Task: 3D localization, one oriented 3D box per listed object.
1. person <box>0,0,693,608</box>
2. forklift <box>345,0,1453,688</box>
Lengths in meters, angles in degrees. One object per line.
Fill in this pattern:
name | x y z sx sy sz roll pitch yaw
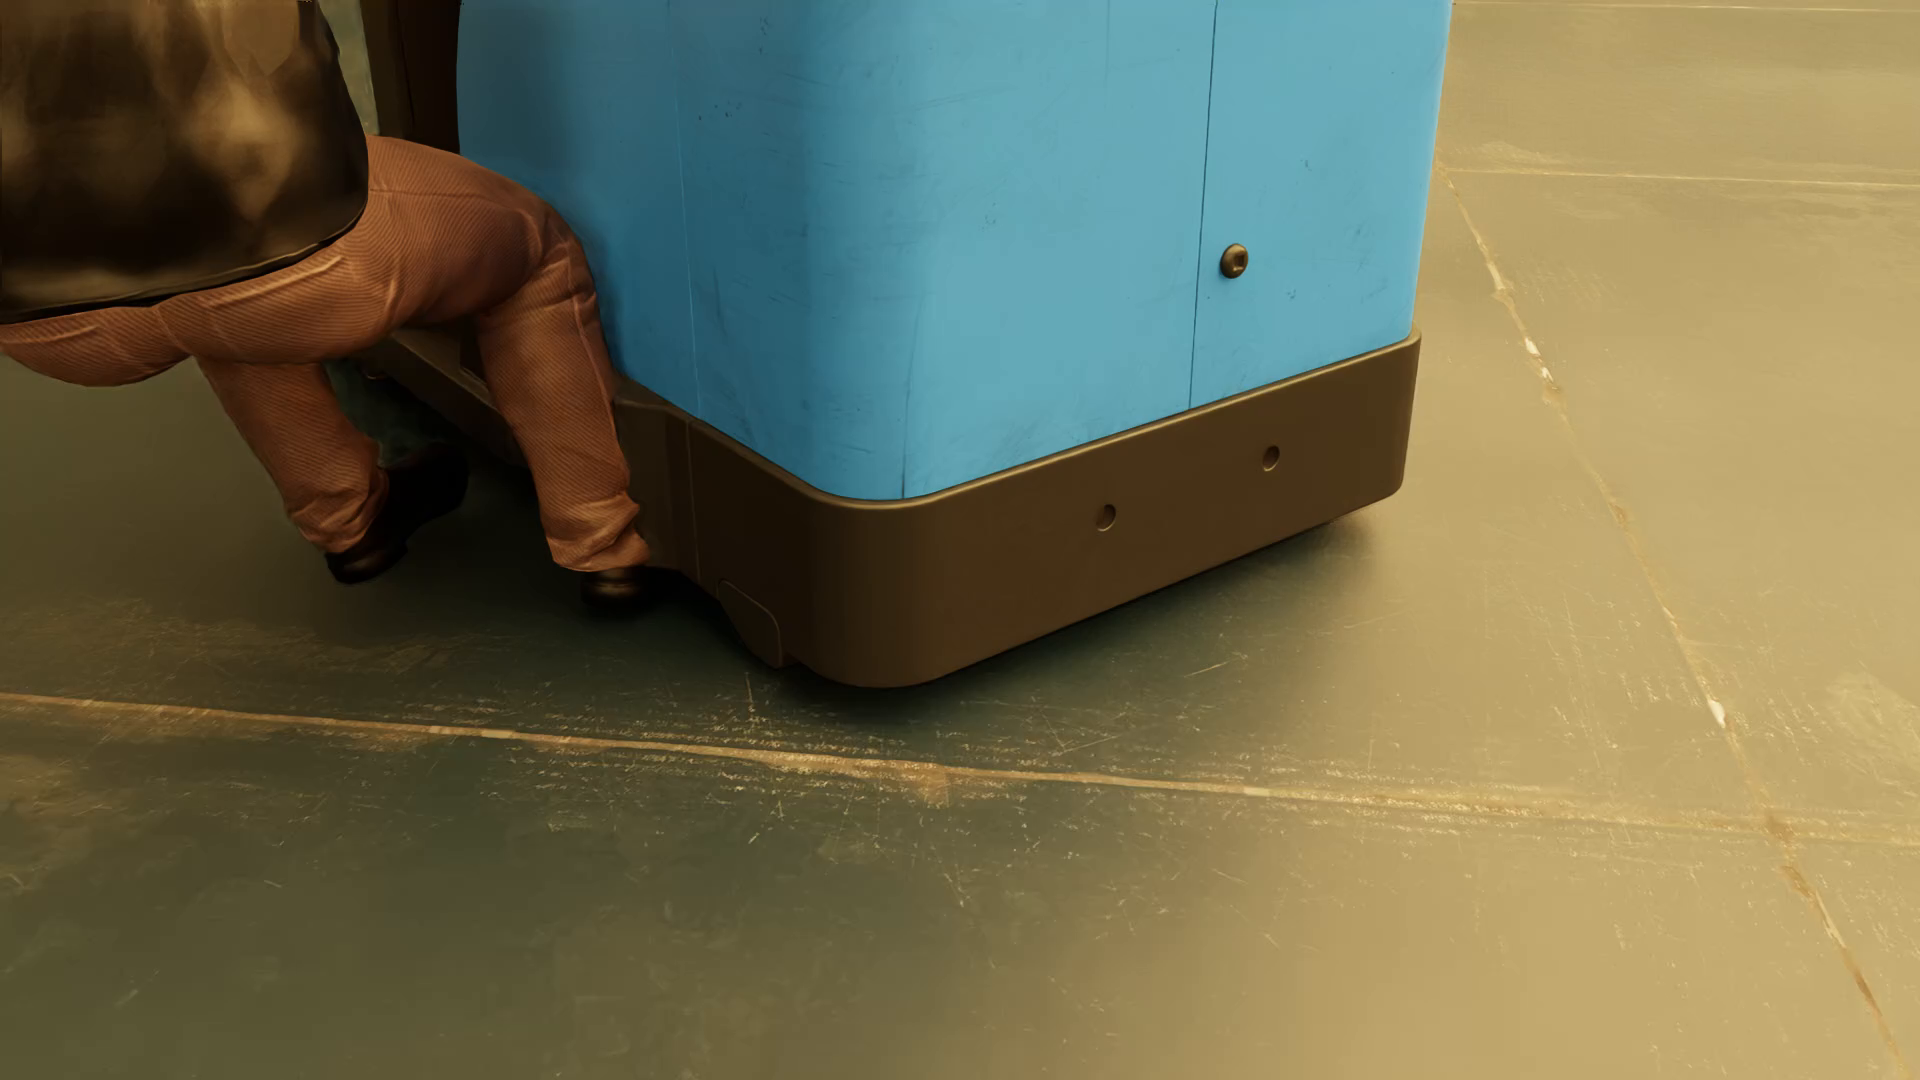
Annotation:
person | -0.985 -0.428 1.845 1.376 1.384 0.733 -5 27 -10
forklift | -0.629 -1.728 2.680 1.130 2.935 3.031 -19 32 -33
